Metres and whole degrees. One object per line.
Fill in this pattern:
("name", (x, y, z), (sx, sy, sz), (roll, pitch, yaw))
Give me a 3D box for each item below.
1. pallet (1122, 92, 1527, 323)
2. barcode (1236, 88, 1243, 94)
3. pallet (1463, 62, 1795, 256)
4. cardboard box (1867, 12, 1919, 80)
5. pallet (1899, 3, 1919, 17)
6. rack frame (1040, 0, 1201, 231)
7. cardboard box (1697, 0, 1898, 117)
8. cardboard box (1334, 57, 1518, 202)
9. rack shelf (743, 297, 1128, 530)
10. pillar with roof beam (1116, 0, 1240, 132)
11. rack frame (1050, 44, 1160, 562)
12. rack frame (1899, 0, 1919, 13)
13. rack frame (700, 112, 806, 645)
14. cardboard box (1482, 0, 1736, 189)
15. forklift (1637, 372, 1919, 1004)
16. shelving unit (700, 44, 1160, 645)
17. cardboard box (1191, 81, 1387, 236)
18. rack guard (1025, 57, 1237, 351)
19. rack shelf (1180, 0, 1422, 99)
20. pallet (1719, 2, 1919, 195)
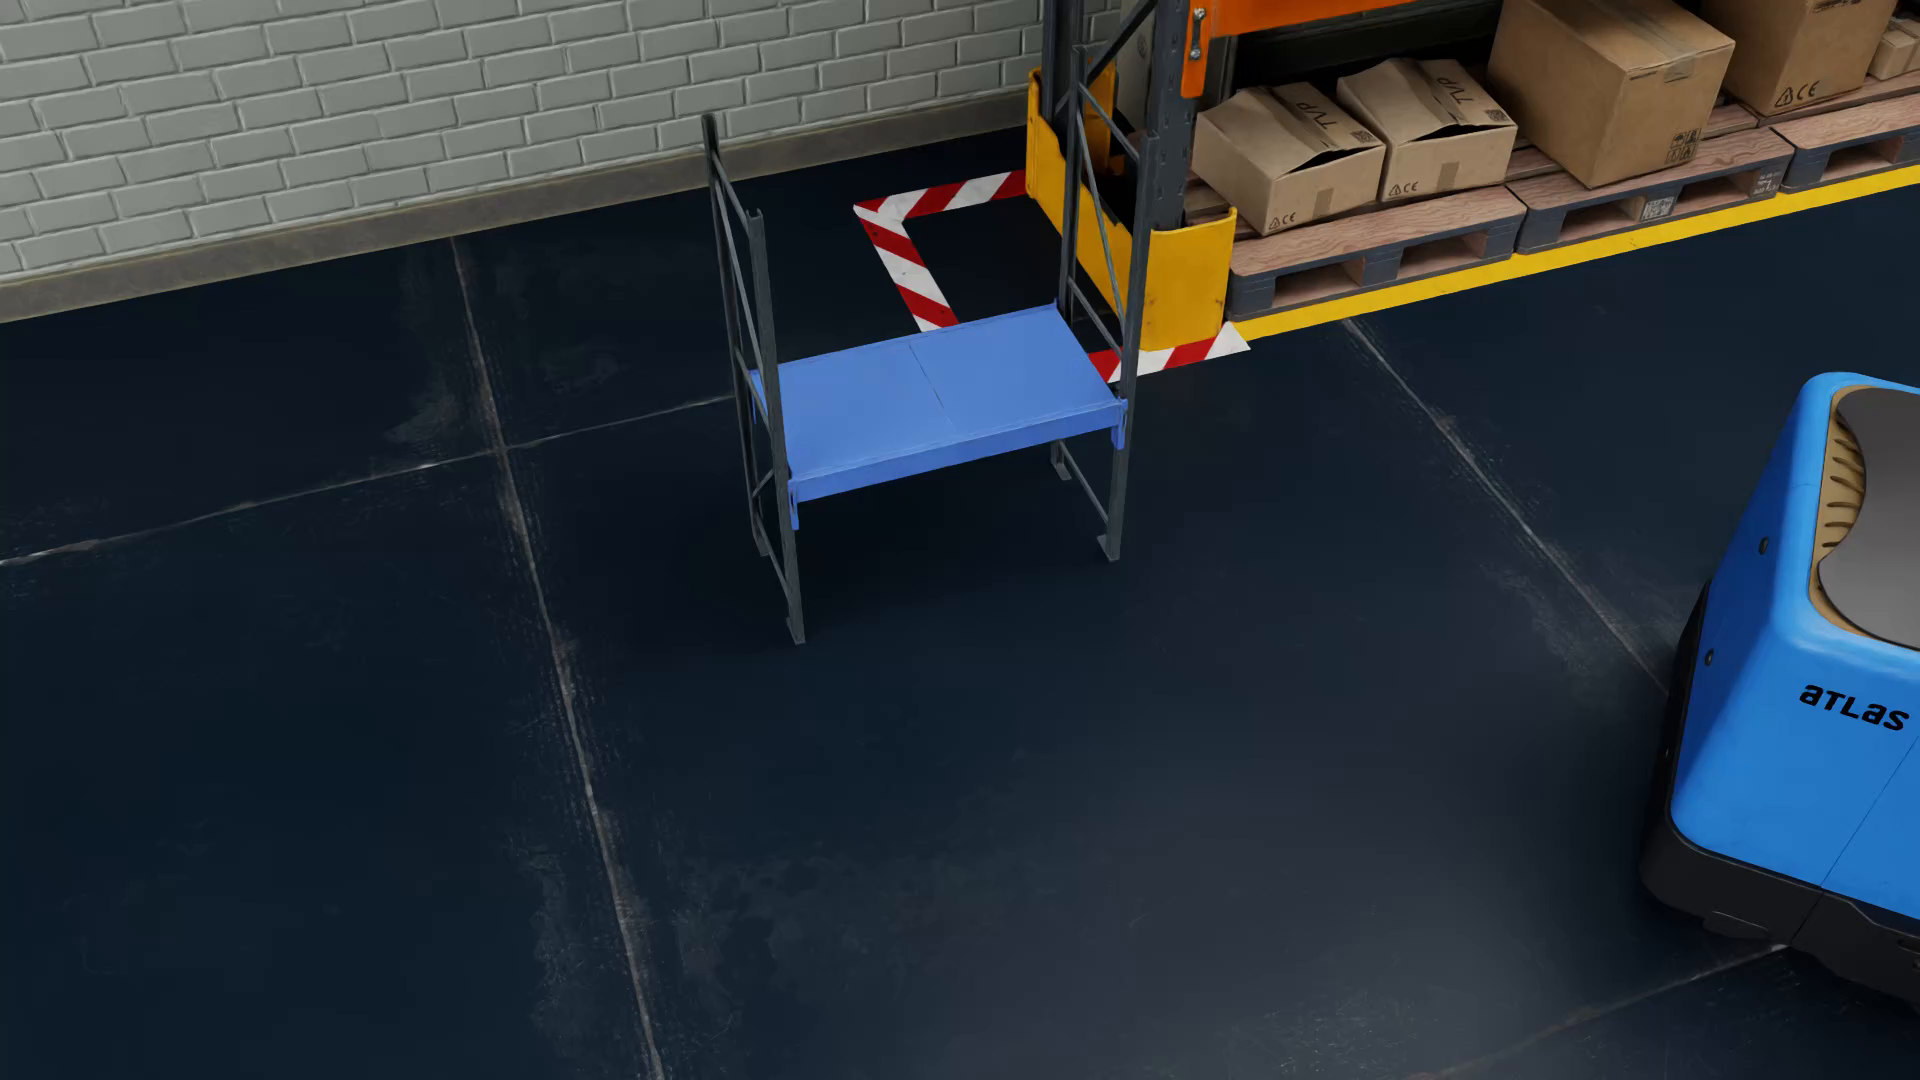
("pallet", (1.379, -1.335, 6.432), (1.213, 0.211, 1.003), (-14, 47, -14))
("barcode", (1.094, -1.716, 6.424), (0.075, 0.075, 0.001), (-14, 47, -14))
("pallet", (2.524, -1.626, 6.722), (1.213, 0.211, 1.003), (-14, 47, -14))
("cardboard box", (3.800, -2.098, 6.913), (0.250, 0.166, 0.380), (-20, 49, -19))
("pallet", (5.025, -2.295, 7.389), (1.213, 0.211, 1.003), (-14, 47, -14))
("rack frame", (0.531, -2.130, 5.255), (0.127, 3.000, 1.000), (-14, 47, -14))
("cardboard box", (3.331, -2.088, 6.668), (0.500, 0.500, 0.500), (-18, 48, -17))
("cardboard box", (1.749, -1.579, 6.294), (0.500, 0.311, 0.500), (-11, 46, -11))
("rack shelf", (-0.080, -0.382, 4.826), (1.000, 0.185, 0.538), (-14, 47, -14))
("pillar with roof beam", (2.357, -2.124, 1.014), (0.400, 9.000, 9.100), (-14, 47, -14))
("rack frame", (0.398, -0.631, 4.820), (0.032, 1.500, 0.500), (-14, 47, -14))
("rack frame", (4.293, -3.092, 6.213), (0.127, 3.000, 1.000), (-14, 47, -14))
("rack frame", (-0.558, -0.387, 4.576), (0.032, 1.500, 0.500), (-14, 47, -14))
("cardboard box", (2.456, -1.789, 6.370), (0.500, 0.500, 0.700), (-17, 48, -16))
("forklift", (3.312, 0.019, 3.162), (3.031, 2.935, 1.130), (18, 48, 17))
("shelving unit", (-0.080, -0.509, 4.698), (1.048, 1.500, 0.538), (-14, 47, -14))
("cardboard box", (1.212, -1.442, 6.157), (0.500, 0.311, 0.500), (-19, 48, -18))
("rack guard", (0.602, -1.265, 6.158), (0.348, 0.500, 1.175), (-14, 47, -14))
("rack shelf", (2.412, -2.357, 5.989), (4.000, 0.370, 1.077), (-14, 47, -14))
("pallet", (3.674, -1.922, 7.017), (1.213, 0.211, 1.003), (-14, 47, -14))
